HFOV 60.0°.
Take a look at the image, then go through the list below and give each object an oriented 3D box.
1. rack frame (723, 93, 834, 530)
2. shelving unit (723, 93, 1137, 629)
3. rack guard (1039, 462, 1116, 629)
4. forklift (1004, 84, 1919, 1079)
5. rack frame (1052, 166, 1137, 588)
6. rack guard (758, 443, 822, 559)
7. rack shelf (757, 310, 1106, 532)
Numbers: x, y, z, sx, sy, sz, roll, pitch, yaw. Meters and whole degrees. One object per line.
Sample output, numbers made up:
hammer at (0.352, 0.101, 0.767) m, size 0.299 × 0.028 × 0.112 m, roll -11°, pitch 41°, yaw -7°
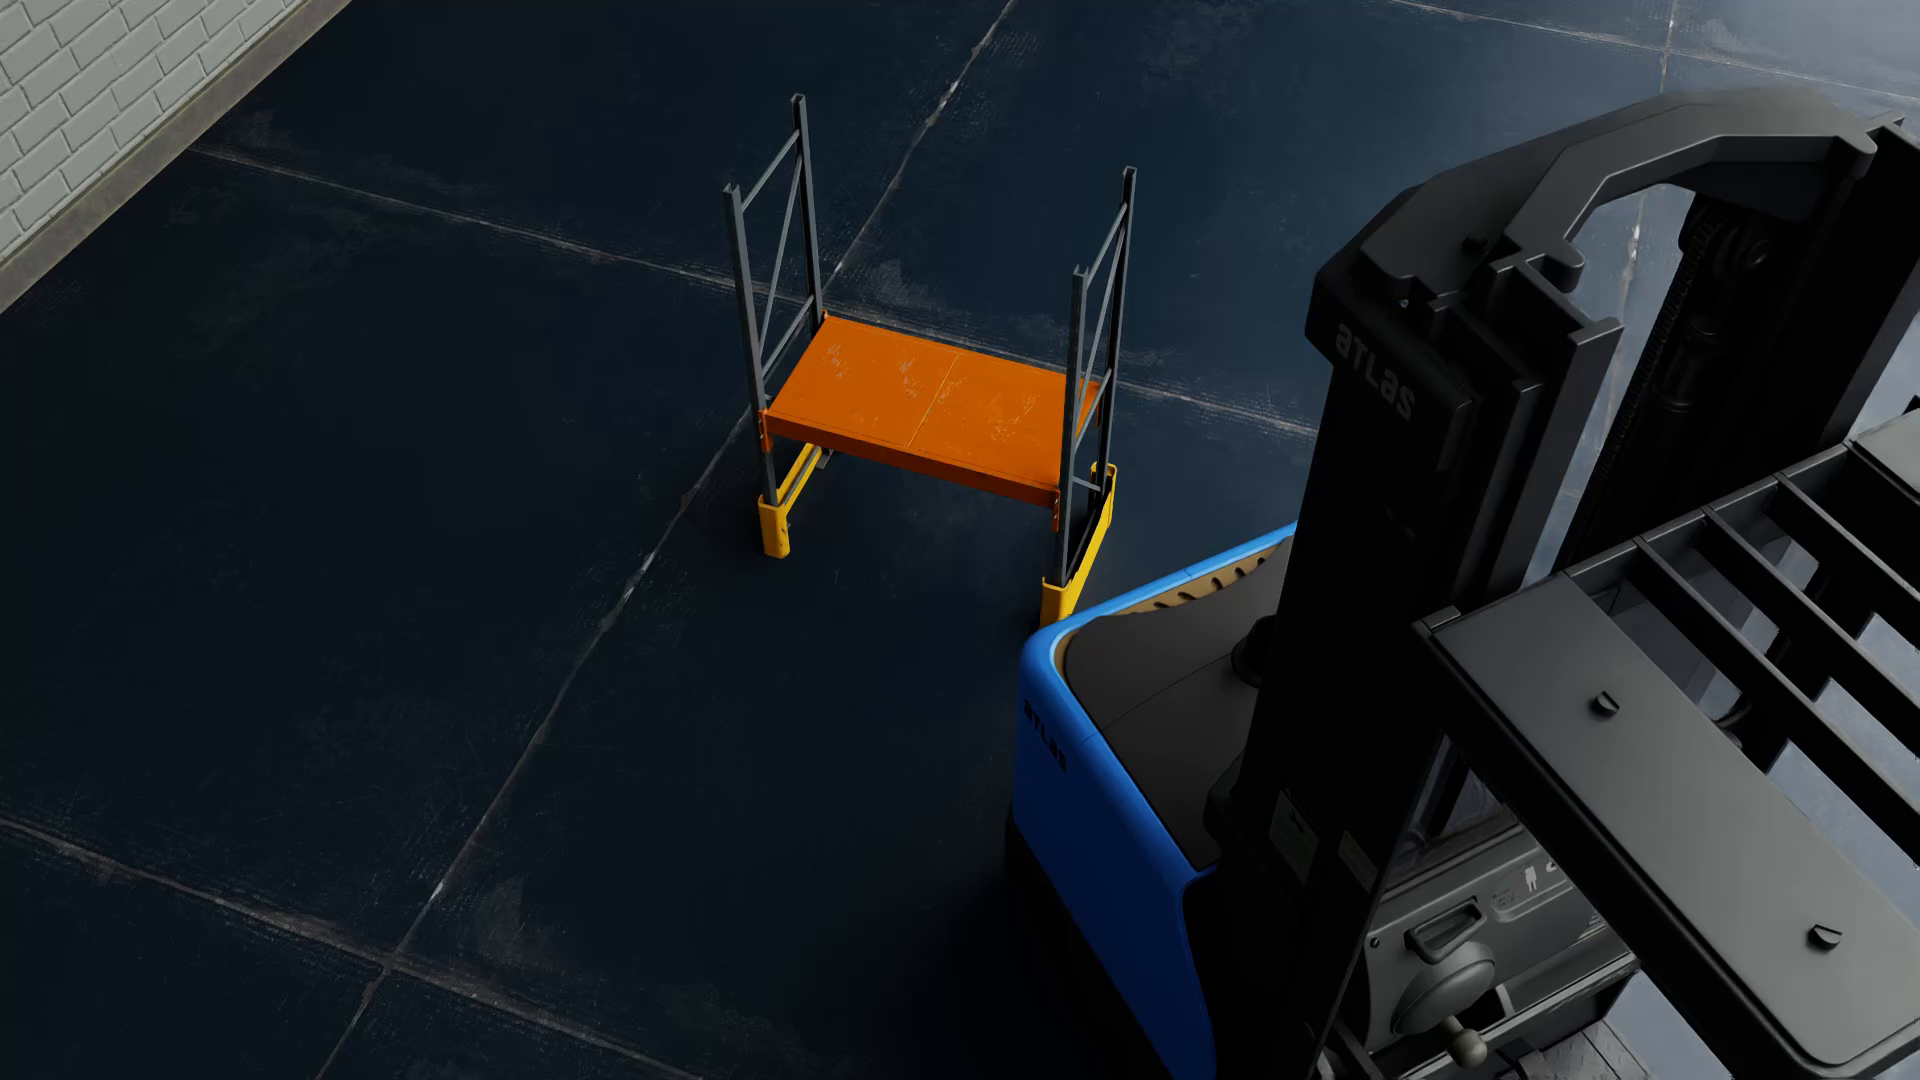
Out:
rack frame at (-0.557, -0.647, 5.318) m, size 0.032 × 1.500 × 0.500 m, roll 16°, pitch 51°, yaw 13°
shelving unit at (-0.072, -0.511, 5.201) m, size 1.083 × 1.500 × 0.587 m, roll 16°, pitch 51°, yaw 13°
rack guard at (0.396, 0.029, 5.560) m, size 0.087 × 0.250 × 0.587 m, roll 16°, pitch 51°, yaw 13°
forklift at (1.258, 0.807, 3.111) m, size 1.130 × 2.935 × 3.031 m, roll -22°, pitch 52°, yaw -18°
rack frame at (0.397, -0.380, 5.087) m, size 0.032 × 1.500 × 0.500 m, roll 16°, pitch 51°, yaw 13°
rack guard at (-0.539, -0.232, 5.786) m, size 0.087 × 0.250 × 0.587 m, roll 16°, pitch 51°, yaw 13°
rack shelf at (-0.080, -0.396, 5.339) m, size 1.000 × 0.185 × 0.538 m, roll 16°, pitch 51°, yaw 13°
